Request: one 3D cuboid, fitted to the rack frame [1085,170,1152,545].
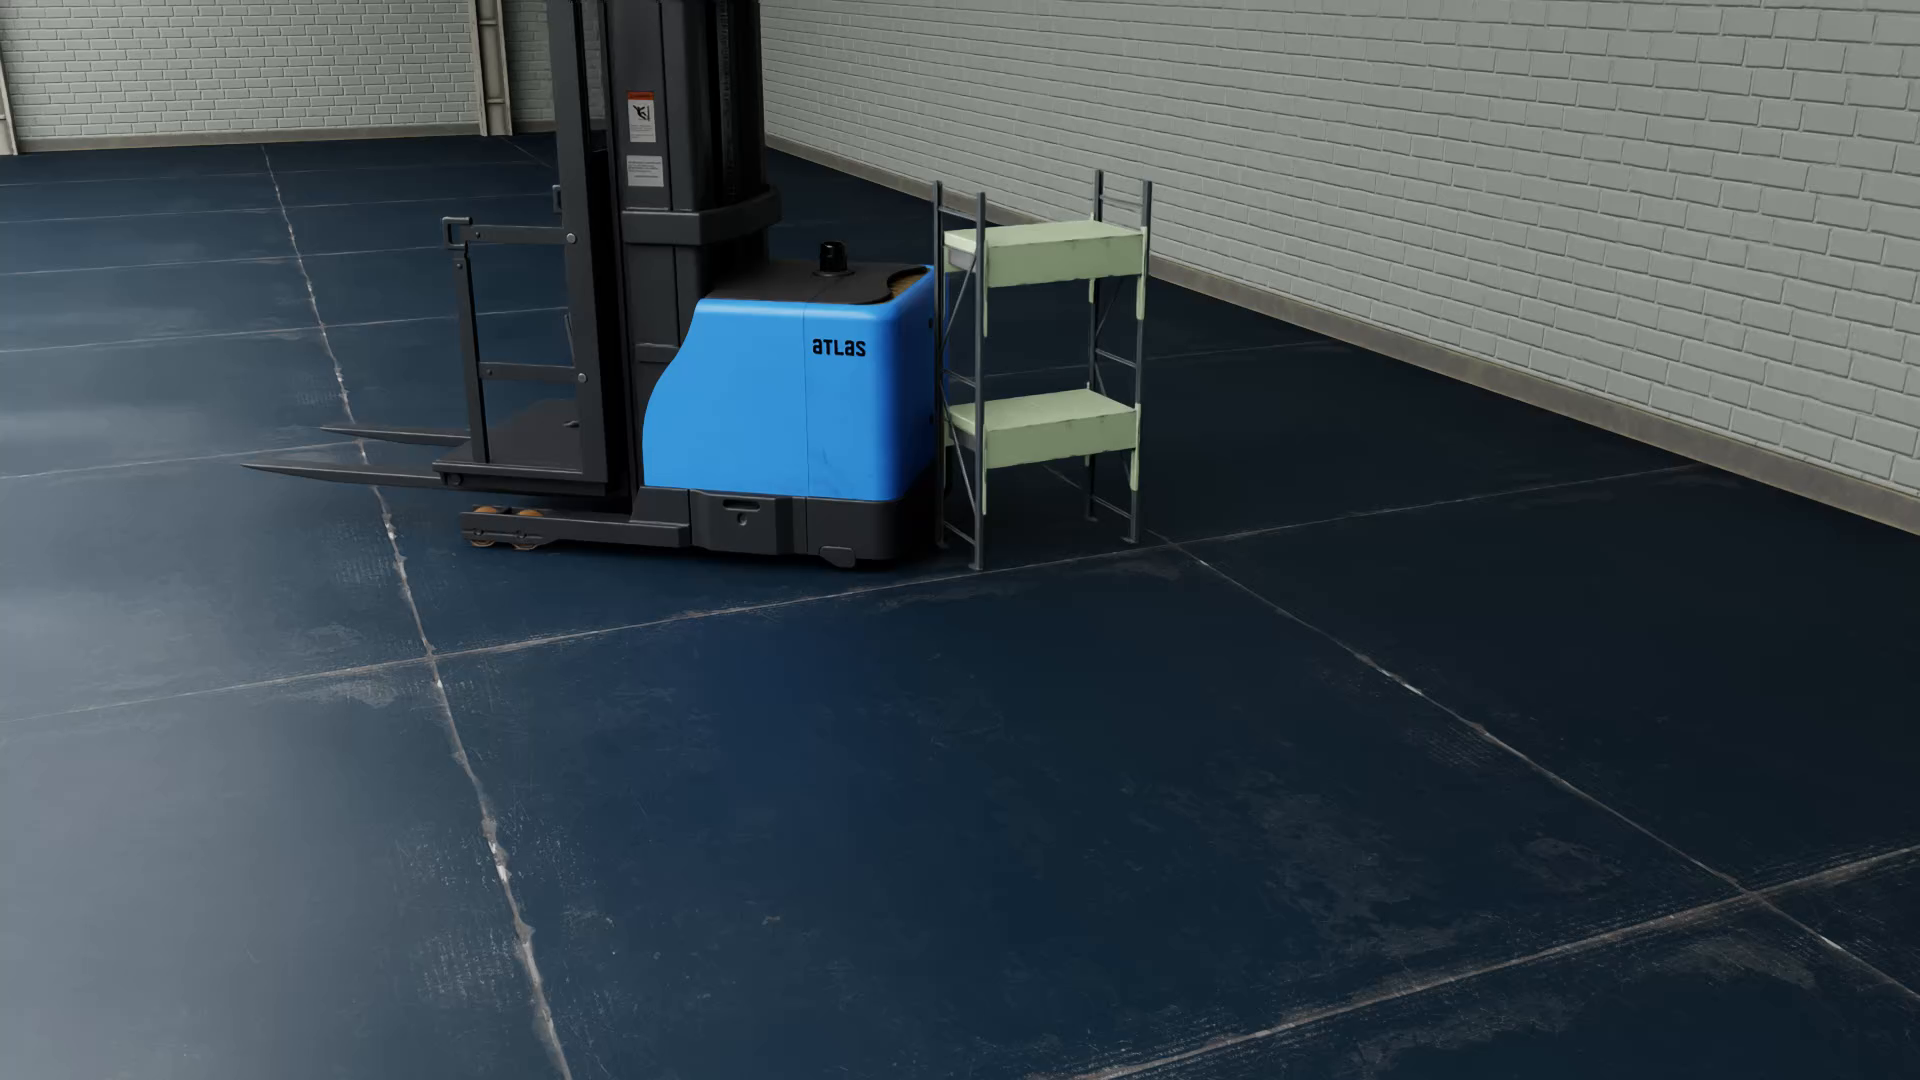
[{"bbox_3d":[0.650,-0.748,6.889,0.023,1.500,0.400,-9,21,-25],"label":"rack frame"}]

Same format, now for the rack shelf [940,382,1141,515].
[{"bbox_3d":[0.323,-0.386,6.843,0.720,0.370,0.431,-9,21,-25],"label":"rack shelf"}]

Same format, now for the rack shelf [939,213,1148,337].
[{"bbox_3d":[0.323,-1.062,6.605,0.720,0.370,0.431,-9,21,-25],"label":"rack shelf"}]

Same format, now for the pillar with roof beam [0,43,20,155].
[{"bbox_3d":[-10.168,-7.711,15.371,0.400,9.000,9.100,-8,21,-22],"label":"pillar with roof beam"}]

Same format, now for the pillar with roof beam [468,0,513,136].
[{"bbox_3d":[-4.659,-8.500,17.613,0.400,9.000,9.100,-8,21,-22],"label":"pillar with roof beam"}]

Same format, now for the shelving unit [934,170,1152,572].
[{"bbox_3d":[0.323,-0.694,6.735,0.755,1.500,0.431,-9,21,-25],"label":"shelving unit"}]

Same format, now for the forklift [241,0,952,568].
[{"bbox_3d":[-1.606,-1.505,6.882,3.031,2.935,1.130,4,20,11],"label":"forklift"}]

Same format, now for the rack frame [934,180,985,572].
[{"bbox_3d":[-0.004,-0.640,6.580,0.023,1.500,0.400,-9,21,-25],"label":"rack frame"}]
